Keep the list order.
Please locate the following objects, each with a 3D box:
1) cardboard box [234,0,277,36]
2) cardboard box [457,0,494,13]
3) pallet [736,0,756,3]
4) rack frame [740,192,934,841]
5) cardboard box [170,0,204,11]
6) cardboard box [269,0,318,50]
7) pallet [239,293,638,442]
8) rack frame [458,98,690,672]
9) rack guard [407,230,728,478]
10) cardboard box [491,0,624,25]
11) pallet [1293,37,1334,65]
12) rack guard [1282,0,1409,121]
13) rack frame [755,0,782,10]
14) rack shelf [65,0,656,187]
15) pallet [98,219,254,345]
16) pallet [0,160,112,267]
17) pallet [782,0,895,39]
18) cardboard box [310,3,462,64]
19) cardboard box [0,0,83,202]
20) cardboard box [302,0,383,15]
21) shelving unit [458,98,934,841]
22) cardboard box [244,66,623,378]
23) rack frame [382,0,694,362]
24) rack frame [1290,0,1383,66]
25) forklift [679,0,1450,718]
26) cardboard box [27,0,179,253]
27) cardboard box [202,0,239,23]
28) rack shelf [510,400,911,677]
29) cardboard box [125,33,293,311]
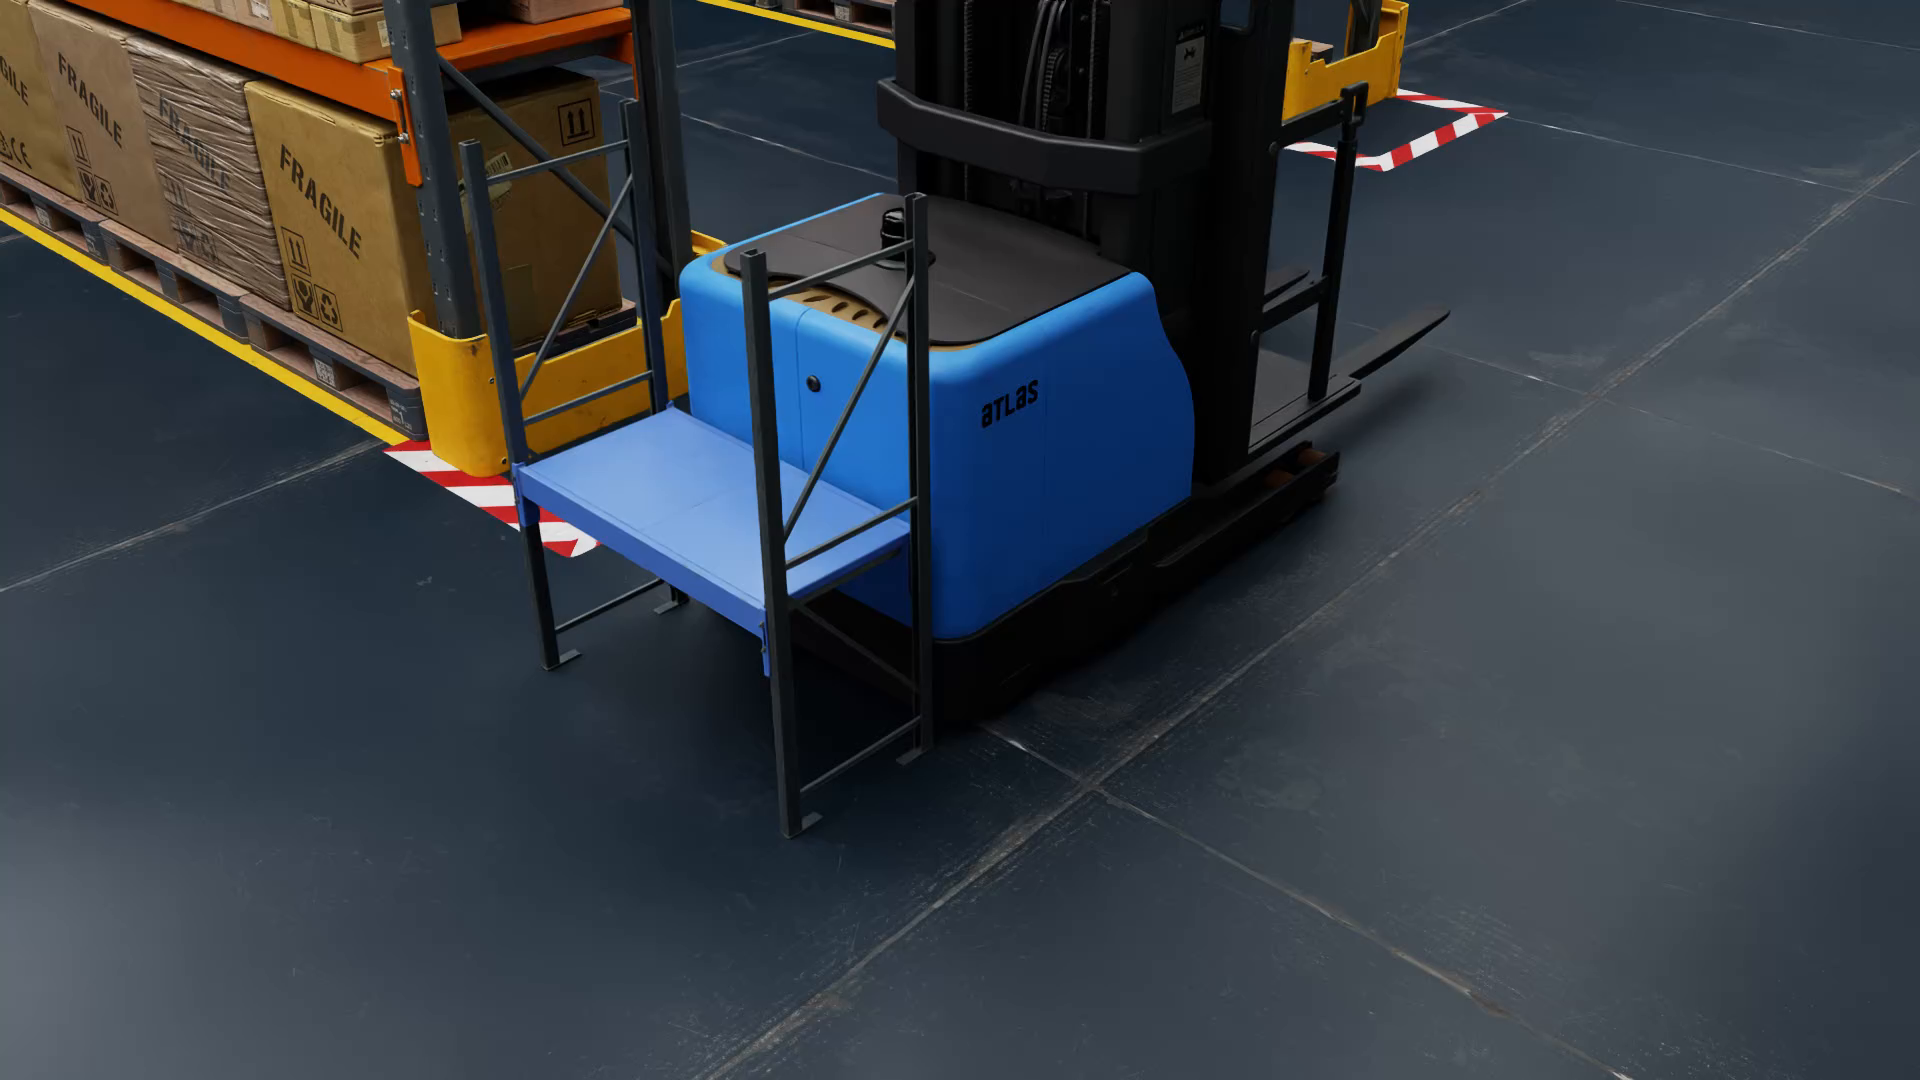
[{"bbox_3d":[-2.222,-1.839,5.640,0.250,0.149,0.380,25,39,35],"label":"cardboard box"},{"bbox_3d":[-1.590,-2.002,5.910,0.250,0.149,0.380,24,39,34],"label":"cardboard box"},{"bbox_3d":[-1.543,-4.139,11.920,1.213,0.211,1.003,25,39,35],"label":"pallet"},{"bbox_3d":[-0.252,-0.011,3.814,0.032,1.500,0.500,26,40,36],"label":"rack frame"},{"bbox_3d":[-2.600,-2.015,5.932,0.250,0.149,0.380,24,39,34],"label":"cardboard box"},{"bbox_3d":[-2.036,-1.751,5.494,0.250,0.149,0.380,25,39,36],"label":"cardboard box"},{"bbox_3d":[-2.002,-0.824,6.414,1.213,0.211,1.003,25,39,35],"label":"pallet"},{"bbox_3d":[-0.988,-0.372,4.414,0.032,1.500,0.500,26,40,36],"label":"rack frame"},{"bbox_3d":[-1.339,-0.693,5.916,0.348,0.500,1.175,25,39,35],"label":"rack guard"},{"bbox_3d":[-1.399,-1.913,5.764,0.250,0.149,0.380,26,39,36],"label":"cardboard box"},{"bbox_3d":[1.381,-2.772,9.649,1.213,0.211,1.003,25,39,35],"label":"pallet"},{"bbox_3d":[1.993,-2.592,9.070,0.348,0.500,1.175,25,39,35],"label":"rack guard"},{"bbox_3d":[-0.999,-5.050,10.731,0.127,3.000,1.000,25,39,35],"label":"rack frame"},{"bbox_3d":[-2.840,-2.156,6.621,4.000,0.370,1.077,25,39,35],"label":"rack shelf"},{"bbox_3d":[-2.903,-1.246,7.116,1.213,0.211,1.003,25,39,35],"label":"pallet"},{"bbox_3d":[-3.812,-1.669,7.817,1.213,0.211,1.003,25,39,35],"label":"pallet"},{"bbox_3d":[-0.428,-3.616,11.052,1.213,0.211,1.003,25,39,35],"label":"pallet"},{"bbox_3d":[-1.842,-1.662,5.346,0.250,0.149,0.380,26,40,36],"label":"cardboard box"},{"bbox_3d":[-3.887,-2.167,7.594,0.875,0.875,0.875,25,39,35],"label":"cardboard box"},{"bbox_3d":[-1.895,-1.901,5.357,0.500,0.250,0.500,24,39,34],"label":"cardboard box"},{"bbox_3d":[-0.620,-0.192,4.114,1.048,1.500,0.538,26,40,36],"label":"shelving unit"},{"bbox_3d":[-1.885,-1.233,6.042,0.875,0.875,0.875,25,39,35],"label":"cardboard box"},{"bbox_3d":[-1.357,-1.772,5.285,0.127,3.000,1.000,25,39,35],"label":"rack frame"},{"bbox_3d":[1.966,-3.666,8.431,0.127,3.000,1.000,25,39,35],"label":"rack frame"},{"bbox_3d":[0.594,-1.469,4.848,1.130,2.935,3.031,25,39,35],"label":"forklift"},{"bbox_3d":[-3.220,-1.856,7.077,0.875,0.875,0.875,25,39,35],"label":"cardboard box"},{"bbox_3d":[-2.407,-1.925,5.784,0.250,0.149,0.380,26,40,36],"label":"cardboard box"},{"bbox_3d":[-0.620,-0.037,4.207,1.000,0.185,0.538,26,40,36],"label":"rack shelf"},{"bbox_3d":[-2.560,-1.547,6.565,0.875,0.875,0.875,25,39,35],"label":"cardboard box"}]
